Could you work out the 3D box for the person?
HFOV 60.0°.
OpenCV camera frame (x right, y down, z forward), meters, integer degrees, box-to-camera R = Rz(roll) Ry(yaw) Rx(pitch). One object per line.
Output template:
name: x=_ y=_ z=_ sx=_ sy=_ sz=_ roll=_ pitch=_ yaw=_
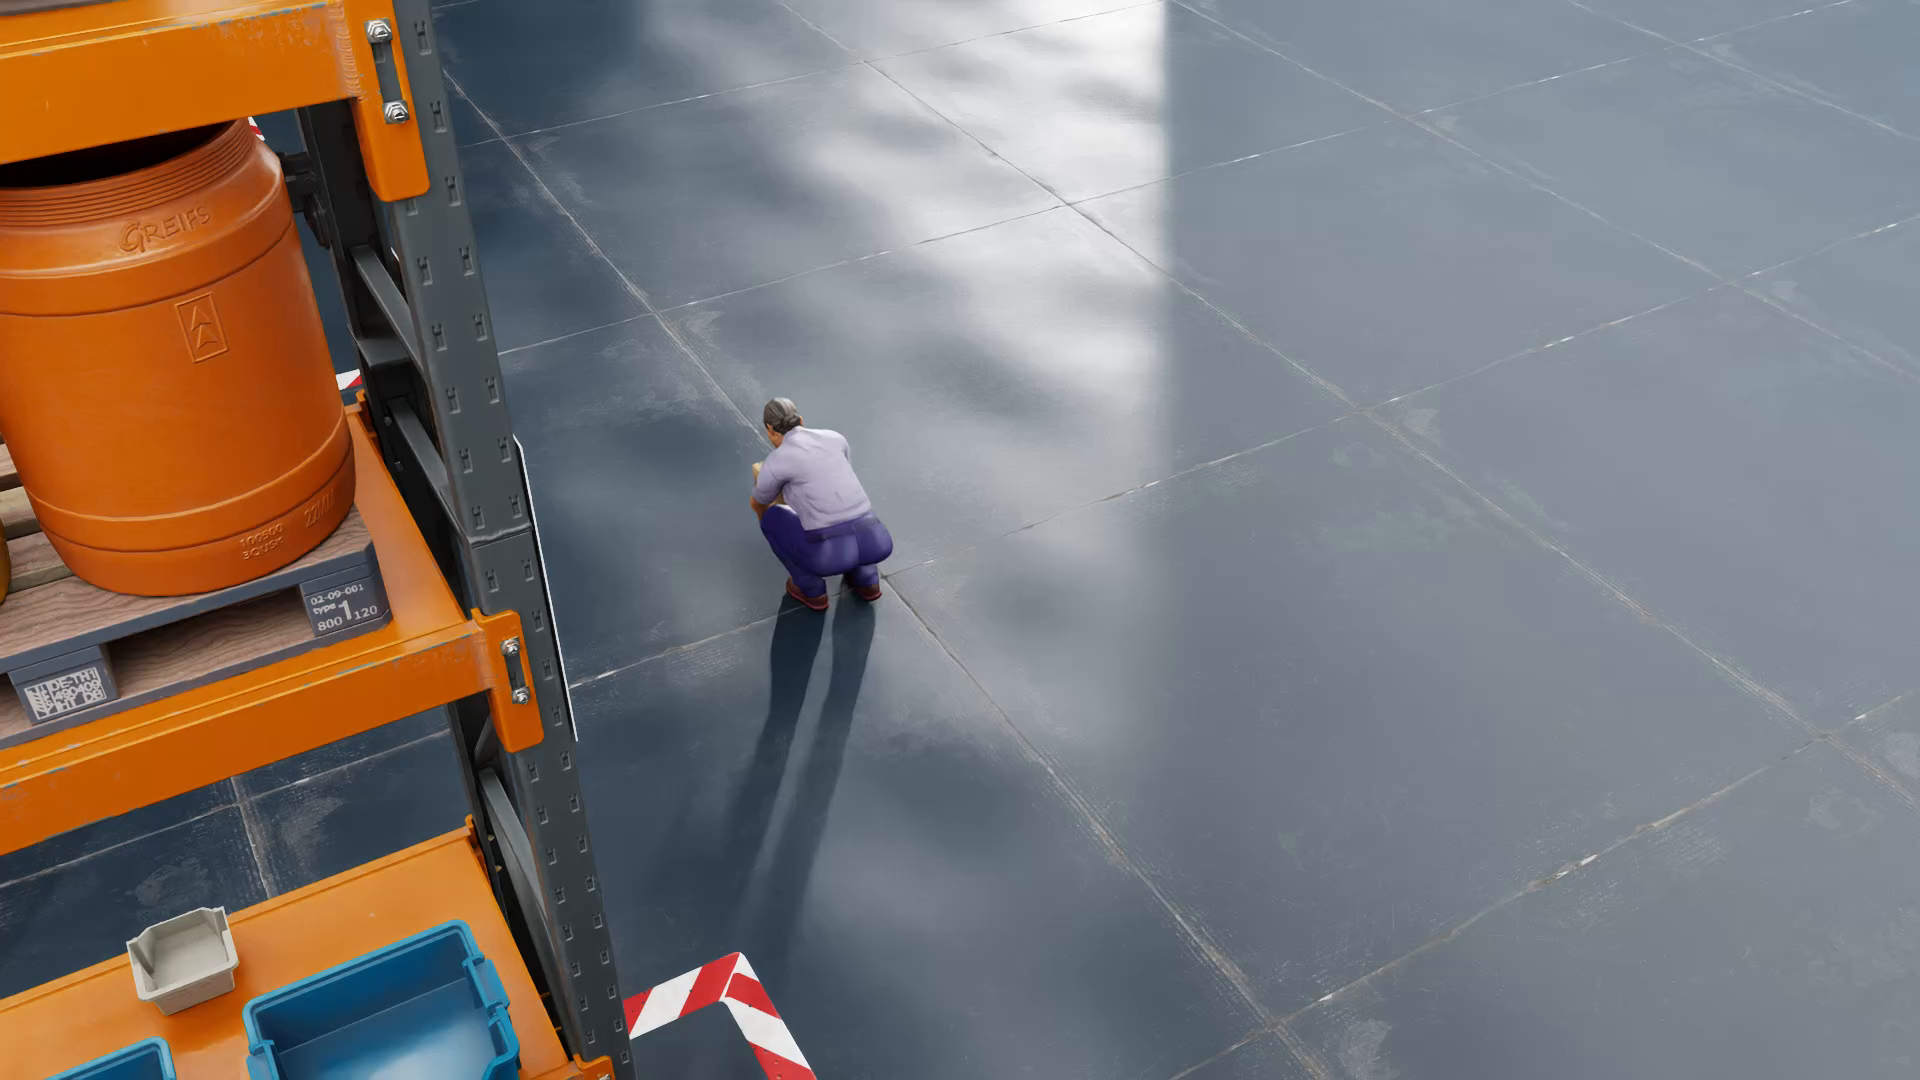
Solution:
person: x=-0.667 y=-0.166 z=7.771 sx=0.533 sy=0.924 sz=0.824 roll=-19 pitch=41 yaw=-23
